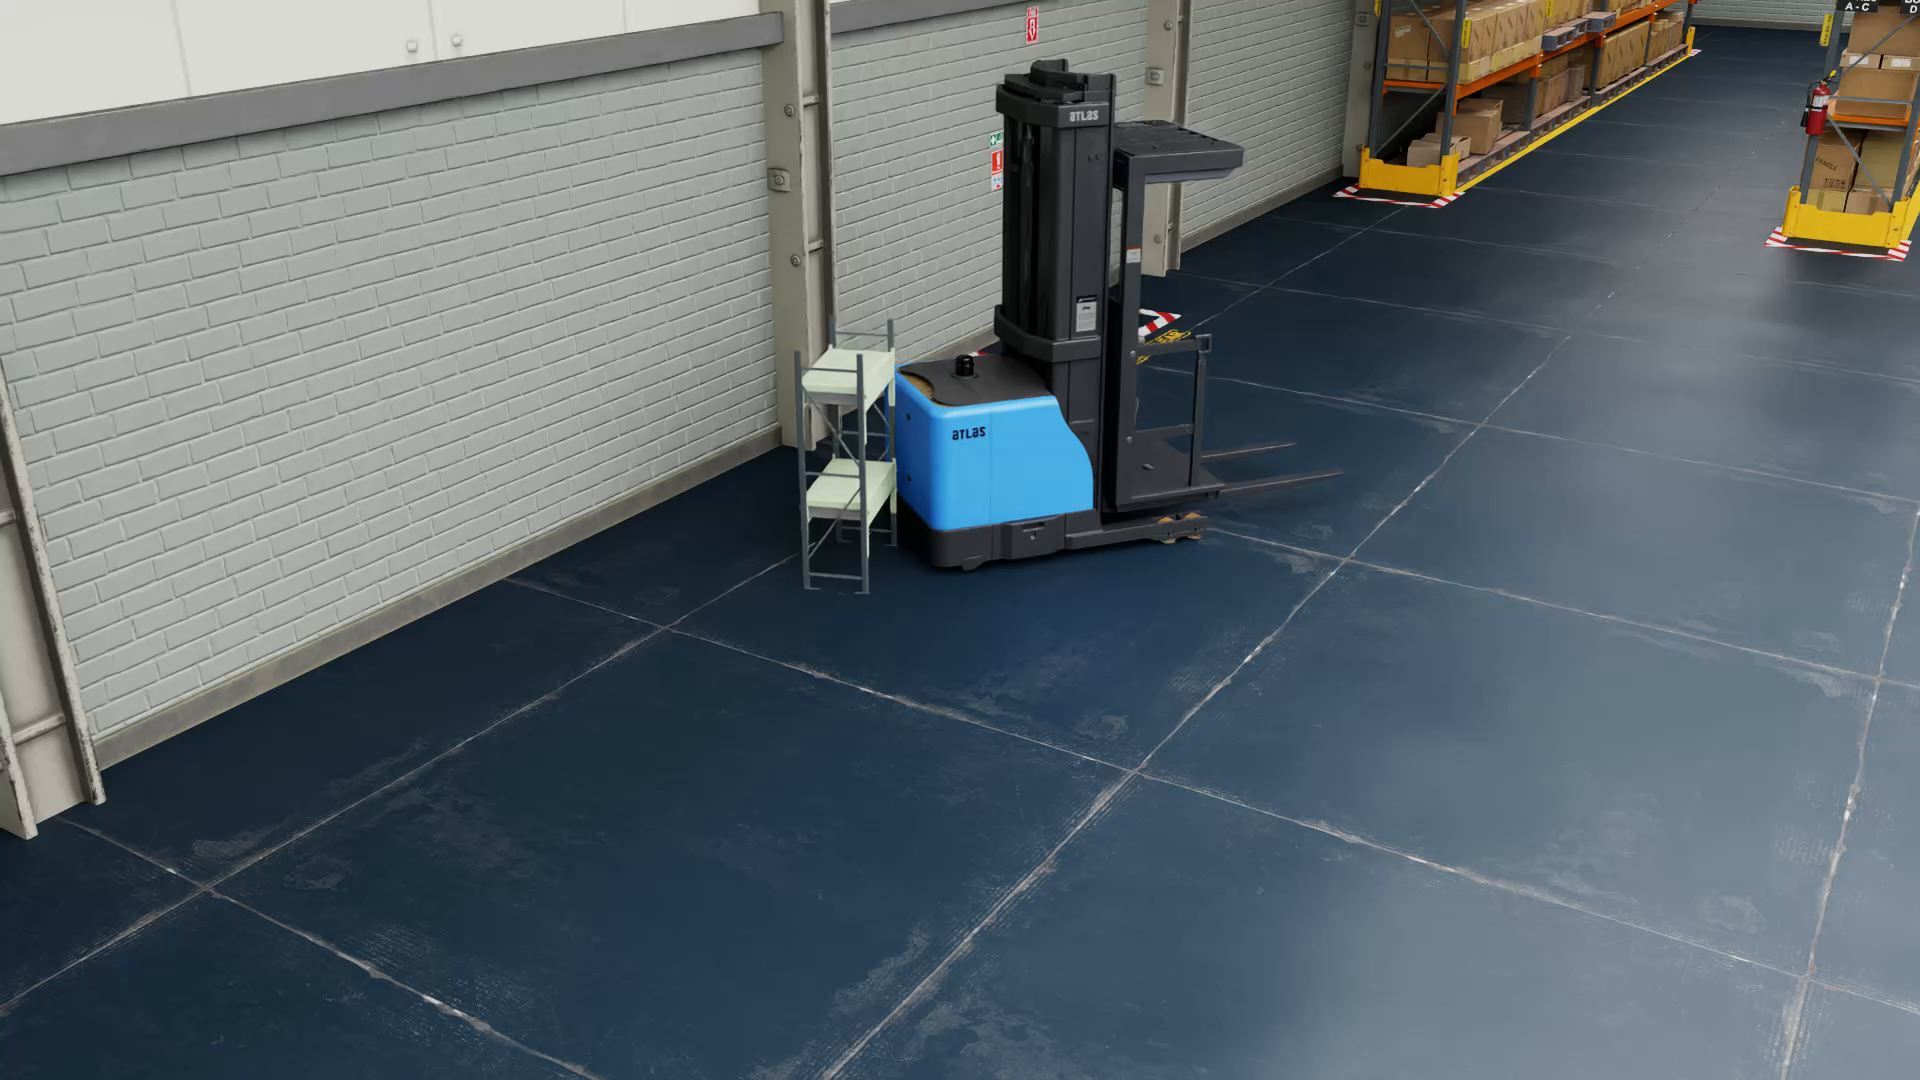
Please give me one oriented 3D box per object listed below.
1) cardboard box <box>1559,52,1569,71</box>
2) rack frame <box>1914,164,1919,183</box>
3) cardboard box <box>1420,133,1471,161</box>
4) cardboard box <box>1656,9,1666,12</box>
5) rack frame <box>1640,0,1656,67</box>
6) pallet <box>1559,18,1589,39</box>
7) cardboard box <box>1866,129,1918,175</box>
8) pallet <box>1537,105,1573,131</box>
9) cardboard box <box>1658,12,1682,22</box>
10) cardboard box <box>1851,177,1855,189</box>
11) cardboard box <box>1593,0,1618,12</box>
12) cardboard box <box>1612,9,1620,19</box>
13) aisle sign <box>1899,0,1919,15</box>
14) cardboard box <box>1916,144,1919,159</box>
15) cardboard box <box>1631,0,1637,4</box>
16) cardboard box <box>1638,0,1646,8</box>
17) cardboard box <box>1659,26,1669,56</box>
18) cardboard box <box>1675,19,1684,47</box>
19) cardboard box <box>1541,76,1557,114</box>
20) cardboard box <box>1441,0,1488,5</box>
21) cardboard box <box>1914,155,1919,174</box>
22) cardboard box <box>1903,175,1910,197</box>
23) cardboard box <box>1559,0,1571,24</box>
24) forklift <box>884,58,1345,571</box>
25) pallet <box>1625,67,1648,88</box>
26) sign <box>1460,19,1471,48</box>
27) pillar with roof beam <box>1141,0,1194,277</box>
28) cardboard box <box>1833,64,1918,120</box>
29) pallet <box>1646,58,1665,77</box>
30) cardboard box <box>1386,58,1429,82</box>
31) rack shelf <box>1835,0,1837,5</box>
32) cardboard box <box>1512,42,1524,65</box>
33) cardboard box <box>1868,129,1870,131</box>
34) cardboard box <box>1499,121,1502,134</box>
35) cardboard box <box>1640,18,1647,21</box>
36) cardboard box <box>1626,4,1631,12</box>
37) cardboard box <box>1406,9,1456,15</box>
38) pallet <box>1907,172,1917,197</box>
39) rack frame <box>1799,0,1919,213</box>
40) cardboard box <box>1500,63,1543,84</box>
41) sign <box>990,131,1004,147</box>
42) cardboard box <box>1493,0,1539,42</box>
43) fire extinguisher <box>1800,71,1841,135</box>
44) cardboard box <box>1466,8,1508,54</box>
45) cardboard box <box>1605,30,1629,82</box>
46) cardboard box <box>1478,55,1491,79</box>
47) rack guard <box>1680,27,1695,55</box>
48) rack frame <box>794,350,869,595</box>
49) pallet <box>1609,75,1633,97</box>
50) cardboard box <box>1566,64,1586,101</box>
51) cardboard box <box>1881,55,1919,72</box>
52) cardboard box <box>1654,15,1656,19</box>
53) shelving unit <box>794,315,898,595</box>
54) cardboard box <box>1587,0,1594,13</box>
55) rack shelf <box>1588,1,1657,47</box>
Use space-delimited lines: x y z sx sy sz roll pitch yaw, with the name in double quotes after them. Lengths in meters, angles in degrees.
9.106 -7.430 25.786 0.500 0.250 0.500 14 27 30 "cardboard box"
11.896 -6.077 21.013 1.000 3.000 0.127 14 27 29 "rack frame"
6.318 -5.139 21.677 0.500 0.311 0.500 16 28 33 "cardboard box"
13.627 -10.335 32.648 0.380 0.149 0.250 14 27 29 "cardboard box"
11.906 -9.814 29.645 1.000 3.000 0.127 14 27 29 "rack frame"
8.786 -7.700 25.001 1.003 0.211 1.213 14 27 29 "pallet"
10.773 -4.477 19.305 0.500 0.500 0.500 14 27 29 "cardboard box"
8.738 -6.511 25.525 1.003 0.211 1.213 14 27 29 "pallet"
13.684 -10.082 32.066 0.380 0.149 0.250 15 27 30 "cardboard box"
10.071 -4.072 19.314 0.500 0.250 0.500 14 27 29 "cardboard box"
10.269 -8.766 26.698 0.500 0.500 0.500 15 27 30 "cardboard box"
10.518 -8.576 27.075 0.380 0.149 0.250 15 27 31 "cardboard box"
10.012 -5.834 17.178 0.394 0.787 0.004 14 27 29 "aisle sign"
11.563 -4.984 20.475 0.500 0.500 0.500 14 27 29 "cardboard box"
11.084 -9.286 27.898 0.500 0.500 0.500 15 27 30 "cardboard box"
11.590 -9.265 28.668 0.380 0.149 0.250 14 27 29 "cardboard box"
12.928 -9.432 31.381 0.700 0.500 0.500 15 27 30 "cardboard box"
13.731 -9.953 32.583 0.700 0.500 0.500 14 27 29 "cardboard box"
8.593 -6.770 25.204 0.700 0.500 0.500 14 27 30 "cardboard box"
6.717 -6.943 22.232 0.500 0.500 0.500 15 27 30 "cardboard box"
11.565 -4.639 20.623 0.500 0.250 0.500 14 27 29 "cardboard box"
10.783 -4.131 19.449 0.500 0.250 0.500 14 27 29 "cardboard box"
8.605 -7.943 24.642 0.700 0.500 0.500 18 29 36 "cardboard box"
1.072 -1.507 10.542 3.031 2.935 1.130 -9 25 -19 "forklift"
11.563 -8.258 29.561 1.003 0.211 1.213 14 27 29 "pallet"
6.037 -6.048 19.855 0.100 0.325 0.005 14 27 29 "sign"
5.702 -6.008 13.300 9.100 9.000 0.400 14 27 29 "pillar with roof beam"
10.043 -4.928 18.232 0.700 0.500 0.500 14 27 29 "cardboard box"
12.373 -8.775 30.754 1.003 0.211 1.213 14 27 29 "pallet"
5.658 -5.903 20.774 0.500 0.250 0.500 14 27 30 "cardboard box"
10.841 -6.449 19.001 1.077 0.370 4.000 14 27 29 "rack shelf"
7.171 -6.492 22.134 0.500 0.250 0.500 14 27 29 "cardboard box"
10.596 -4.755 19.946 0.500 0.500 0.500 14 27 29 "cardboard box"
7.429 -5.829 23.452 0.380 0.166 0.250 10 25 22 "cardboard box"
12.691 -9.734 31.260 0.380 0.149 0.250 14 27 29 "cardboard box"
11.110 -9.028 28.120 0.380 0.149 0.250 15 27 31 "cardboard box"
5.918 -6.420 21.024 0.500 0.500 0.500 14 27 30 "cardboard box"
11.441 -4.538 20.967 1.003 0.211 1.213 14 27 29 "pallet"
9.786 -4.727 17.894 1.000 3.000 0.127 14 27 29 "rack frame"
8.289 -6.914 24.595 0.500 0.250 0.500 13 27 28 "cardboard box"
0.340 -3.425 14.174 0.001 0.109 0.331 14 27 29 "sign"
7.441 -7.005 22.375 0.500 0.500 0.500 14 27 29 "cardboard box"
9.329 -4.749 18.042 0.296 0.674 0.183 14 27 29 "fire extinguisher"
6.630 -6.485 21.173 0.500 0.500 0.500 13 27 27 "cardboard box"
10.762 -8.186 28.060 0.750 0.750 0.750 14 27 29 "cardboard box"
6.365 -5.981 20.954 0.500 0.250 0.500 13 27 27 "cardboard box"
14.028 -10.025 33.279 1.175 0.500 0.348 14 27 29 "rack guard"
-0.747 -0.376 9.731 0.400 1.500 0.023 5 24 11 "rack frame"
10.920 -7.845 28.606 1.003 0.211 1.213 14 27 29 "pallet"
9.460 -7.265 26.349 0.700 0.500 0.500 14 27 30 "cardboard box"
10.176 -5.158 17.947 0.380 0.149 0.250 14 27 29 "cardboard box"
13.095 -9.993 31.859 0.380 0.149 0.250 14 27 30 "cardboard box"
-0.674 -0.519 10.060 0.431 1.500 0.755 5 24 11 "shelving unit"
9.556 -8.551 26.048 0.700 0.500 0.500 11 26 23 "cardboard box"
10.851 -8.809 28.229 1.077 0.370 4.000 14 27 29 "rack shelf"
